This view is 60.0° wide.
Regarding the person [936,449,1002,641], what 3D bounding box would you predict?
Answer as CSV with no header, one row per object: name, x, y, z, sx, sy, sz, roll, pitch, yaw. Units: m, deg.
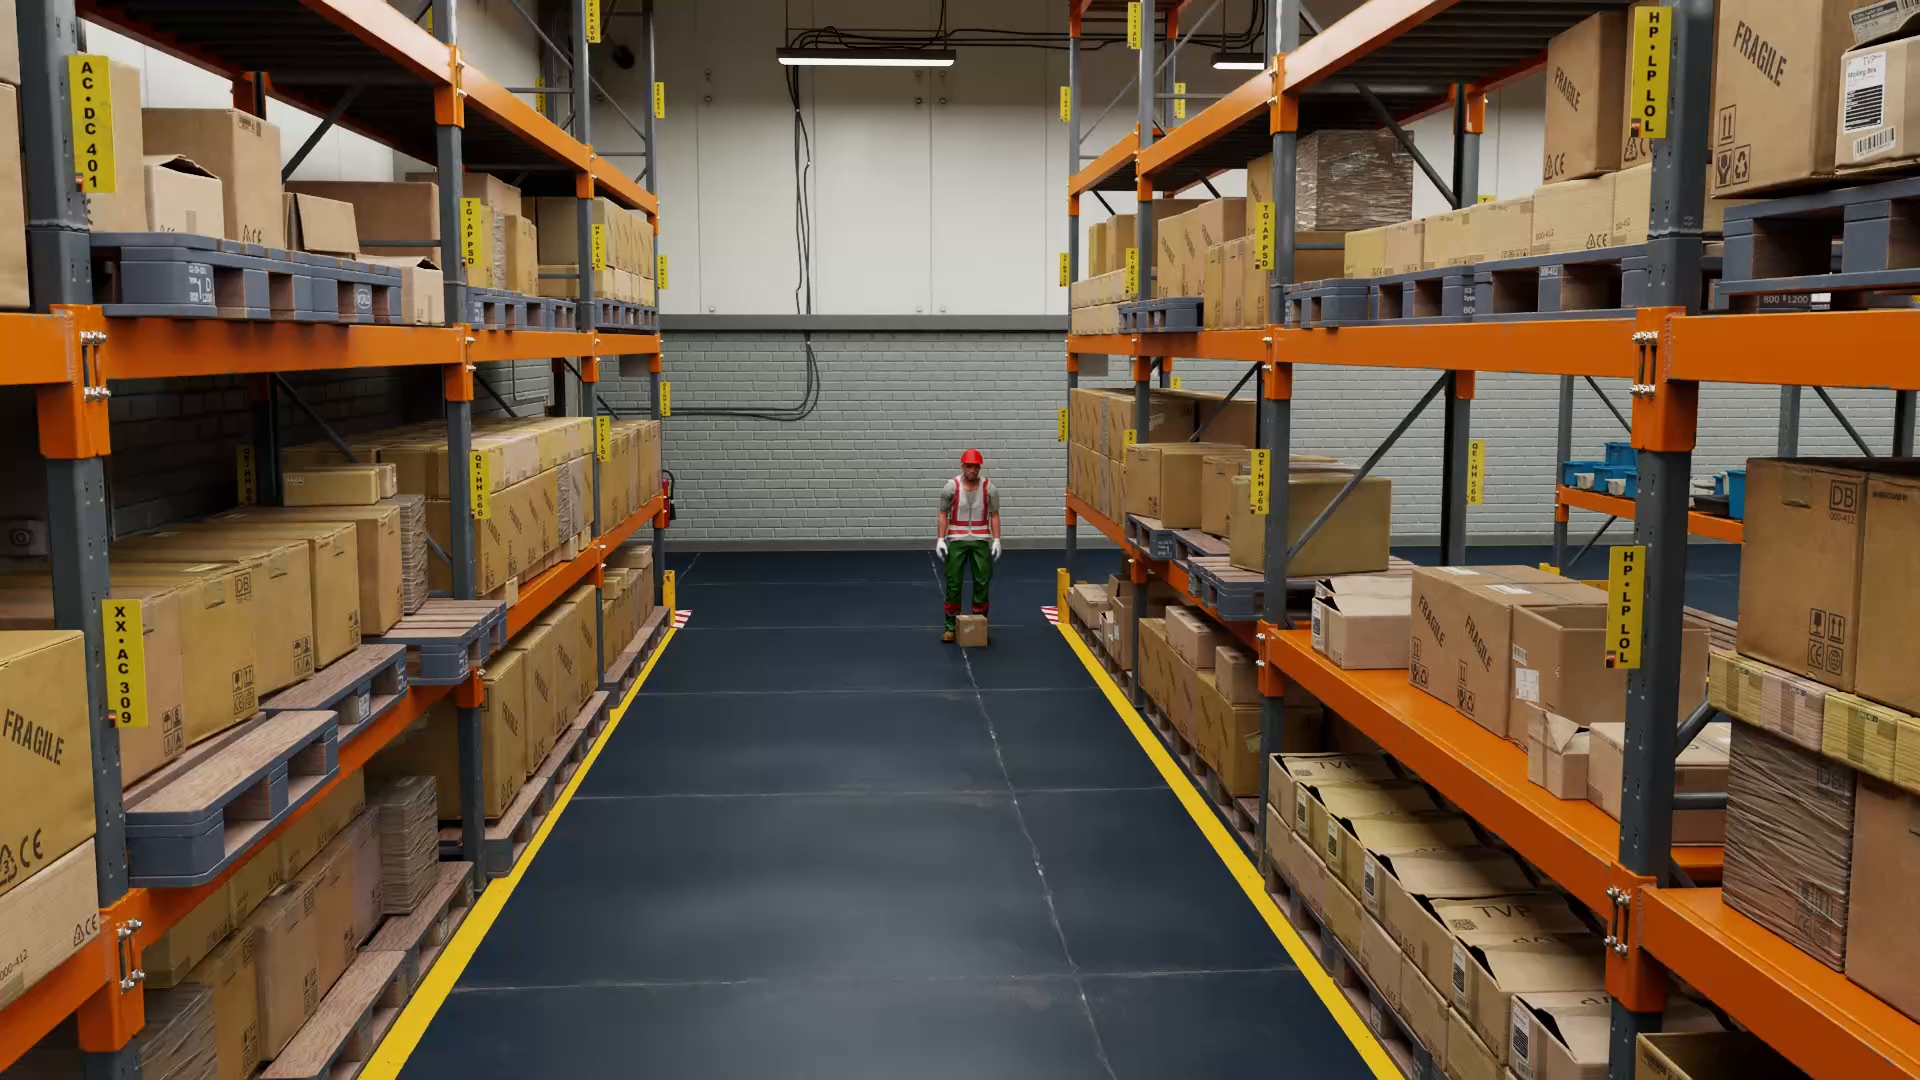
person,0.084,0.043,15.311,0.607,1.779,0.451,0,7,-4
